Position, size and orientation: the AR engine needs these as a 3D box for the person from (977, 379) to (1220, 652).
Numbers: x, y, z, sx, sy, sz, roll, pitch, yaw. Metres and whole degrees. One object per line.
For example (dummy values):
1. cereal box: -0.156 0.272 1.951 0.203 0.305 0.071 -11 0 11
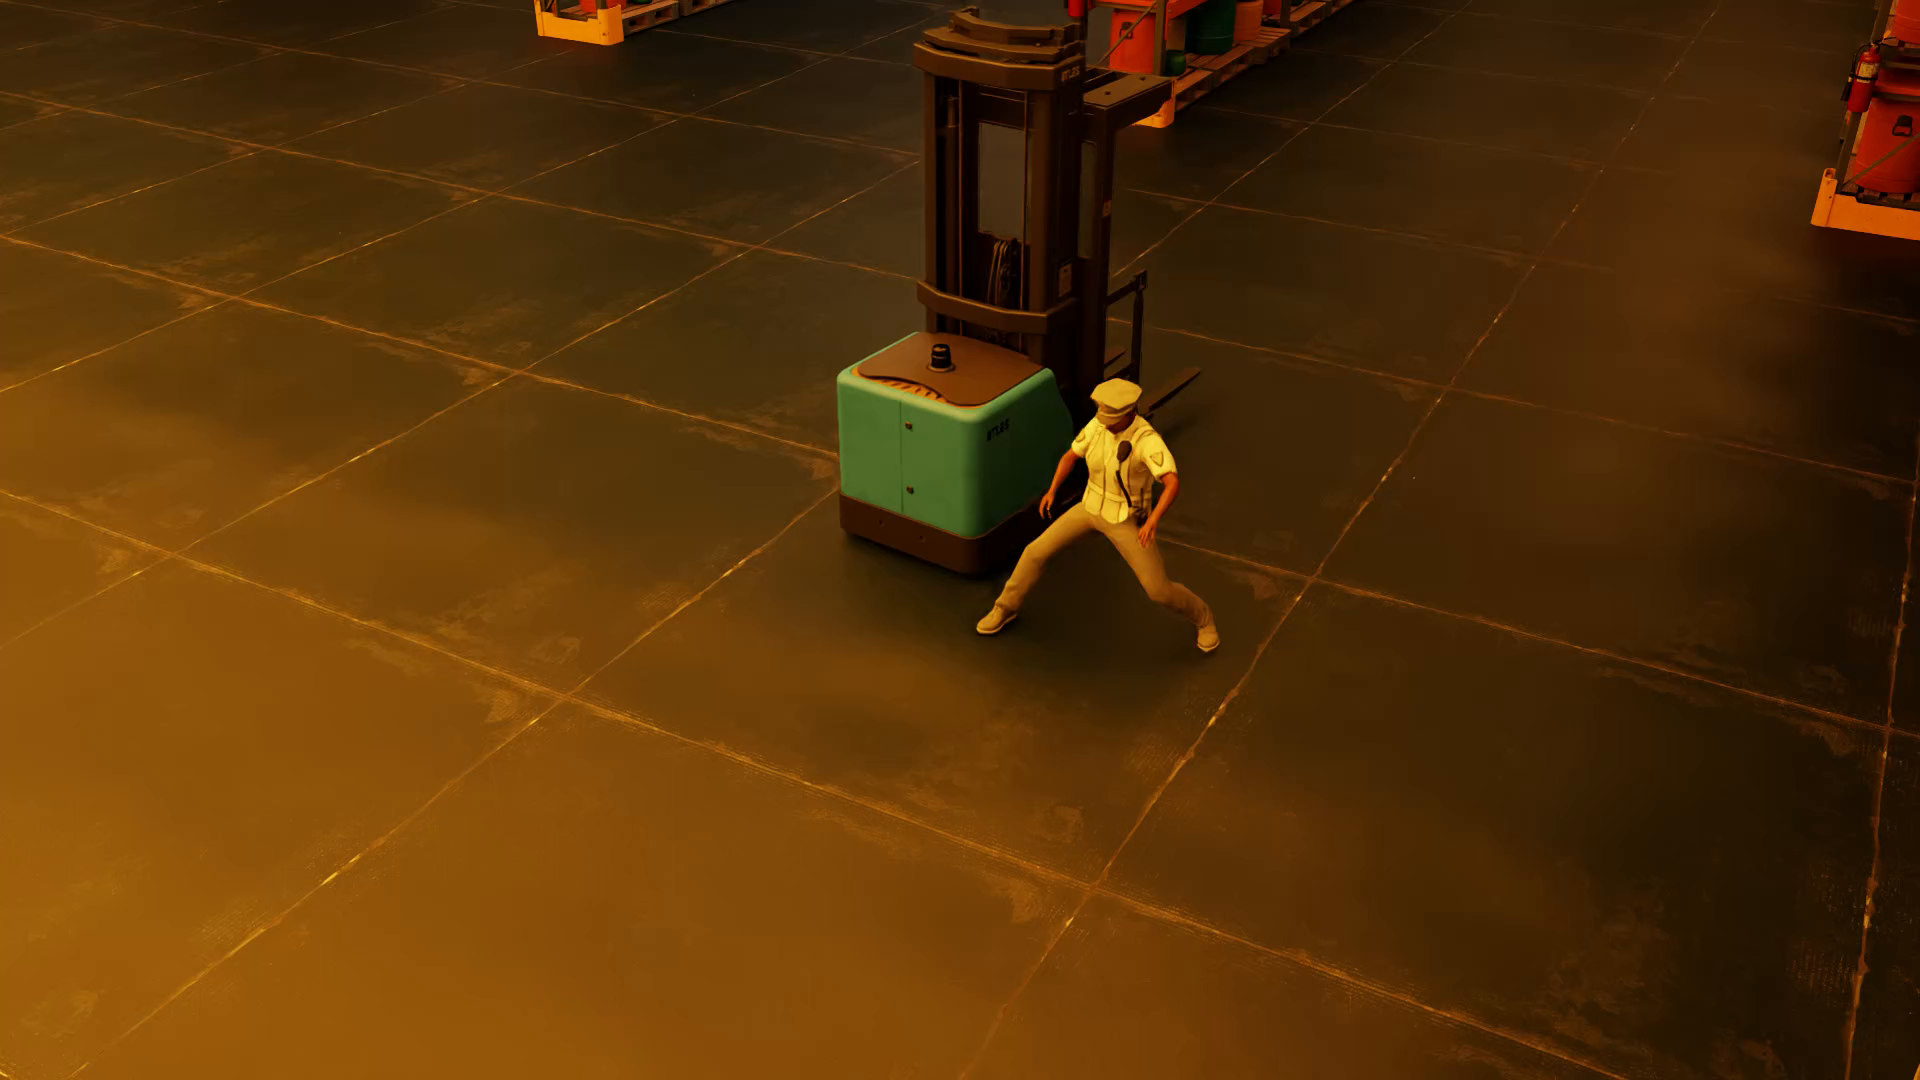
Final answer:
1. person: 0.778 -0.105 8.735 1.078 1.484 0.955 25 38 36

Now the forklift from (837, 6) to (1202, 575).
1. forklift: 0.541 -1.756 10.113 1.130 2.935 3.031 20 35 30
